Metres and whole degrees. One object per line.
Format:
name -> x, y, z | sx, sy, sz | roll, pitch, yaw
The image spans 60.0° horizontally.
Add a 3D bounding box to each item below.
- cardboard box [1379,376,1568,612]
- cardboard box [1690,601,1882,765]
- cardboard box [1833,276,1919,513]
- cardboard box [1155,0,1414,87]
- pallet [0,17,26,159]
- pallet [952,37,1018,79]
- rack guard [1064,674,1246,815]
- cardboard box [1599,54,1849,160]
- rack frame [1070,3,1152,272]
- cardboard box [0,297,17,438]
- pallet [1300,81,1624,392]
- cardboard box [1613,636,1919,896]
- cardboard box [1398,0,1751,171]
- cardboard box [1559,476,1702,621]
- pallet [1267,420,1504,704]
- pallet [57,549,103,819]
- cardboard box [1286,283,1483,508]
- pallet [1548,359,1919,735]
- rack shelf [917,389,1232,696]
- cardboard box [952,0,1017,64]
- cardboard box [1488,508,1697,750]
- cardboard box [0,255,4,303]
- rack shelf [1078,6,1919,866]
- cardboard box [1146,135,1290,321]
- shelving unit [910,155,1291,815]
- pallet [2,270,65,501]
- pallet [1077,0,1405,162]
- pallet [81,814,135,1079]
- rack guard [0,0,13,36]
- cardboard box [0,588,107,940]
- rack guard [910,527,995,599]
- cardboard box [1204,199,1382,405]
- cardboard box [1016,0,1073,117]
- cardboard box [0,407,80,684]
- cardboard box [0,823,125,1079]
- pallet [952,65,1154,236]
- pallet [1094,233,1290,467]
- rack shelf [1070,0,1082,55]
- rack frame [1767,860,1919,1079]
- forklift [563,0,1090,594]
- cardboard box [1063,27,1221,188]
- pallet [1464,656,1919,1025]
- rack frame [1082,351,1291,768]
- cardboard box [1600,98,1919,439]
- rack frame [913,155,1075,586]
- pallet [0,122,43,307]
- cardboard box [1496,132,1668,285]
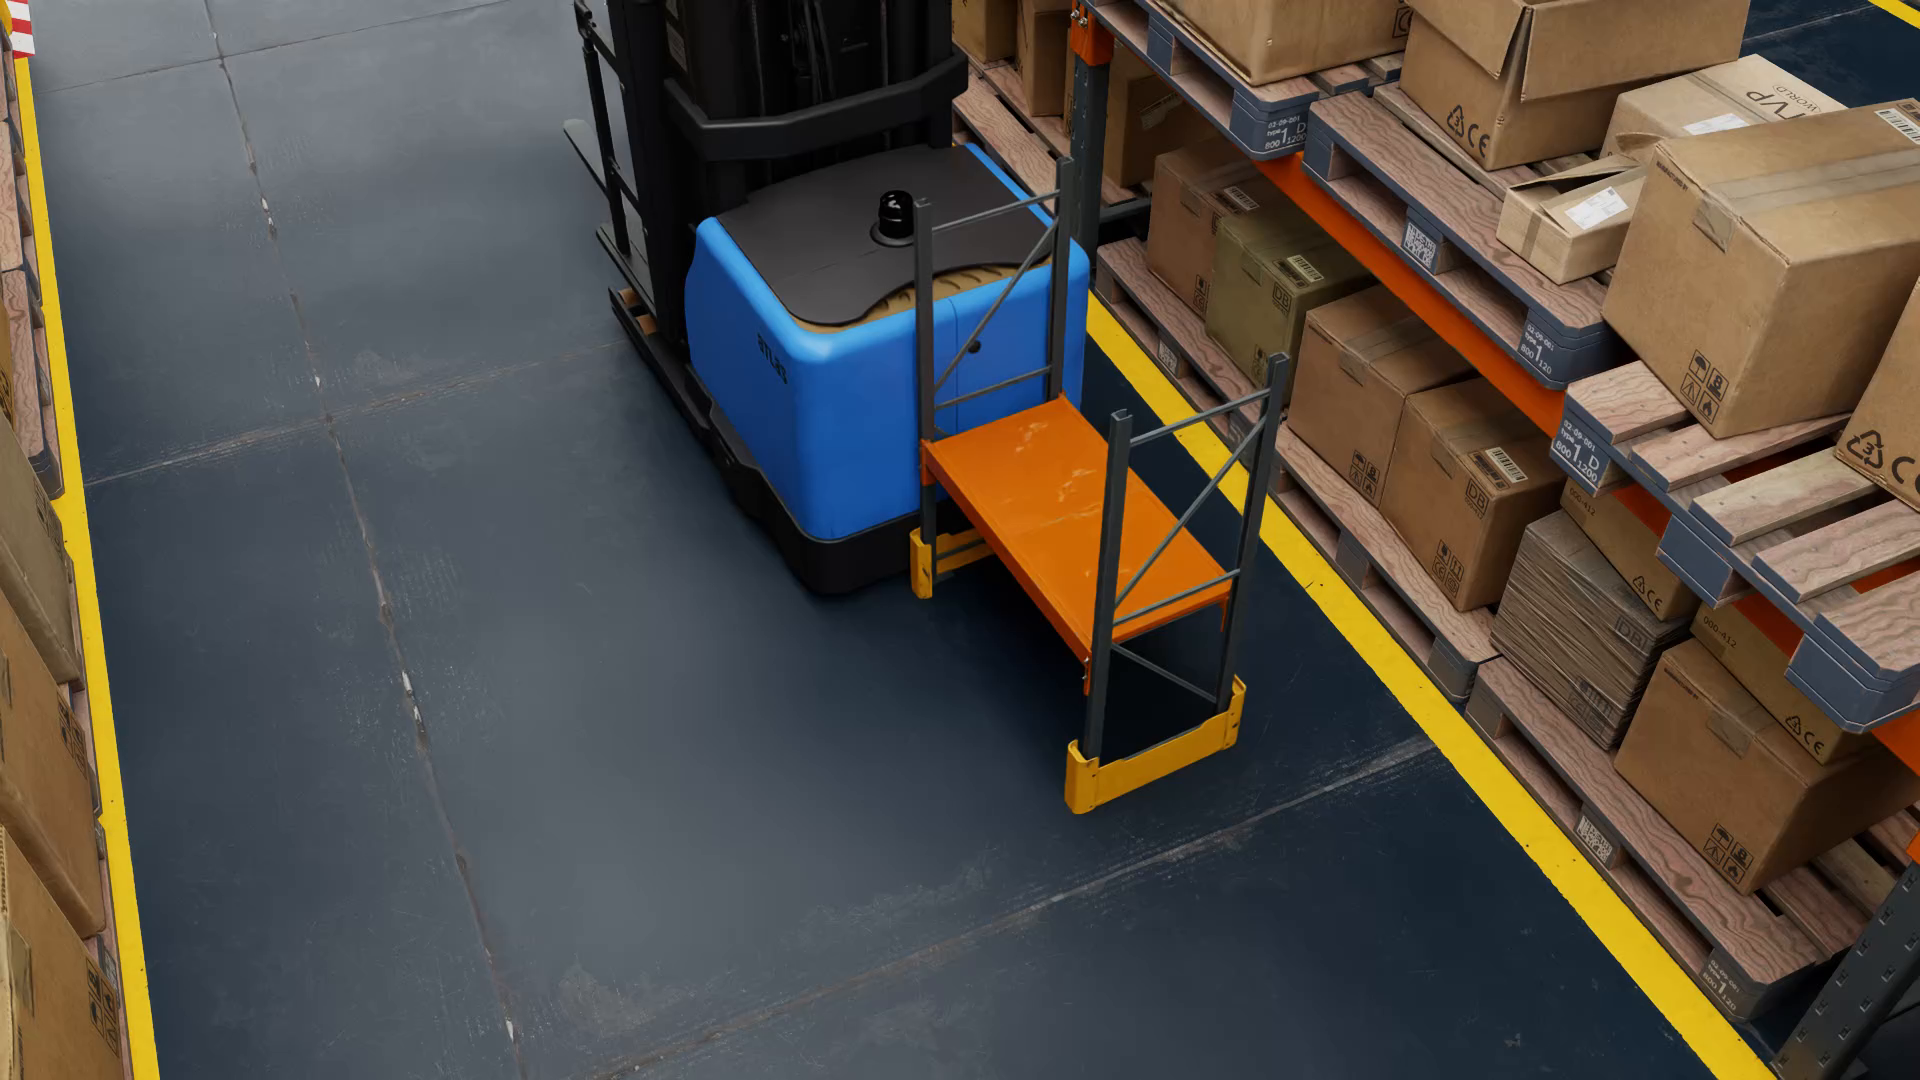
cardboard box -> 1.804, -0.196, 5.279 | 0.700, 0.500, 0.500 | -14, 46, -14
cardboard box -> 2.285, 0.249, 4.294 | 0.500, 0.250, 0.500 | -16, 47, -16
cardboard box -> 2.330, -0.316, 3.565 | 0.500, 0.500, 0.500 | -24, 49, -22
cardboard box -> 1.119, -2.163, 5.081 | 1.000, 1.000, 1.000 | -18, 47, -17
pallet -> -4.905, -2.017, 7.644 | 1.003, 0.211, 1.213 | -18, 47, -17
pallet -> 0.081, -2.551, 8.185 | 1.003, 0.211, 1.213 | -18, 47, -17
rack guard -> 0.581, 0.606, 4.957 | 0.587, 0.250, 0.087 | -21, 48, -20
cardboard box -> 2.098, -1.031, 4.467 | 0.500, 0.250, 0.500 | -19, 48, -19
rack frame -> 0.912, -2.348, 5.994 | 1.000, 3.000, 0.127 | -18, 47, -17
cardboard box -> -3.832, -0.762, 5.600 | 0.875, 0.875, 0.875 | -17, 47, -17
pallet -> 1.724, -0.980, 4.744 | 1.003, 0.211, 1.213 | -18, 47, -17
cardboard box -> 2.294, 0.513, 4.561 | 0.700, 0.500, 0.500 | -20, 48, -19
cardboard box -> 1.725, -1.457, 4.718 | 0.797, 0.503, 0.637 | -14, 46, -13
cardboard box -> 2.053, -0.086, 4.634 | 0.500, 0.250, 0.500 | -13, 46, -13
pallet -> 1.758, -0.081, 5.682 | 1.003, 0.211, 1.213 | -18, 47, -17
pallet -> -3.238, 0.515, 5.078 | 1.003, 0.211, 1.213 | -18, 47, -17
cardboard box -> 1.570, -0.551, 5.639 | 0.700, 0.500, 0.500 | -22, 49, -21
pallet -> 2.198, -0.153, 3.906 | 1.213, 0.211, 1.003 | -18, 47, -17
rack shelf -> 0.340, -0.024, 4.962 | 0.538, 0.185, 1.000 | -21, 48, -20
cardboard box -> 0.200, -2.609, 7.740 | 0.500, 0.500, 0.500 | -22, 49, -21
cardboard box -> 2.049, 0.164, 4.915 | 0.700, 0.500, 0.500 | -22, 49, -21
cardboard box -> -4.214, -1.335, 6.181 | 0.875, 0.875, 0.875 | -18, 47, -17
rack shelf -> 1.753, -0.817, 4.955 | 1.077, 0.370, 4.000 | -18, 47, -17
cardboard box -> 1.151, -1.217, 6.314 | 0.700, 0.500, 0.500 | -22, 49, -20
shelving unit -> 0.344, -0.146, 4.830 | 0.587, 1.500, 1.083 | -21, 48, -20
pallet -> -3.880, -0.462, 6.068 | 1.003, 0.211, 1.213 | -18, 47, -17
pallet -> 1.101, -1.750, 5.524 | 1.003, 0.211, 1.213 | -18, 47, -17
pallet -> -2.721, 1.293, 4.289 | 1.003, 0.211, 1.213 | -18, 47, -17
rack guard -> -5.323, -2.622, 8.051 | 1.175, 0.500, 0.348 | -18, 47, -17
cardboard box -> -2.886, 0.689, 4.219 | 1.050, 0.750, 0.750 | -18, 47, -17
rack guard -> 0.107, -0.009, 5.581 | 0.587, 0.250, 0.087 | -21, 48, -20
cardboard box -> 1.334, -0.907, 6.001 | 0.700, 0.500, 0.500 | -18, 47, -18
cardboard box -> 0.532, -2.237, 7.362 | 0.500, 0.500, 0.500 | -5, 45, -5
cardboard box -> -3.288, 0.073, 4.843 | 1.050, 0.750, 0.750 | -18, 47, -18
cardboard box -> -2.494, 1.282, 3.618 | 1.050, 0.750, 0.750 | -17, 47, -17
pallet -> 0.597, -1.773, 7.396 | 1.003, 0.211, 1.213 | -18, 47, -17
pallet -> 1.241, -0.859, 6.471 | 1.003, 0.211, 1.213 | -18, 47, -17
rack shelf -> 0.071, -3.366, 7.538 | 1.077, 0.370, 4.000 | -18, 47, -17
rack frame -> 2.594, 0.201, 3.410 | 1.000, 3.000, 0.127 | -18, 47, -17
forklift -> -0.724, -1.897, 5.586 | 1.130, 2.935, 3.031 | -21, 48, -20
cardboard box -> 0.780, -1.874, 6.995 | 0.500, 0.500, 0.500 | -19, 48, -19
pallet -> 2.267, 0.695, 4.895 | 1.003, 0.211, 1.213 | -18, 47, -17
rack frame -> 0.582, 0.162, 4.518 | 0.500, 1.500, 0.032 | -21, 48, -20
cardboard box -> 2.005, -0.642, 3.895 | 0.700, 0.500, 0.500 | -12, 46, -12
rack frame -> 0.098, -0.466, 5.154 | 0.500, 1.500, 0.032 | -21, 48, -20
pallet -> -4.396, -1.241, 6.858 | 1.003, 0.211, 1.213 | -18, 47, -17
cardboard box -> 1.648, -0.883, 4.306 | 0.396, 0.266, 0.258 | -19, 48, -19
